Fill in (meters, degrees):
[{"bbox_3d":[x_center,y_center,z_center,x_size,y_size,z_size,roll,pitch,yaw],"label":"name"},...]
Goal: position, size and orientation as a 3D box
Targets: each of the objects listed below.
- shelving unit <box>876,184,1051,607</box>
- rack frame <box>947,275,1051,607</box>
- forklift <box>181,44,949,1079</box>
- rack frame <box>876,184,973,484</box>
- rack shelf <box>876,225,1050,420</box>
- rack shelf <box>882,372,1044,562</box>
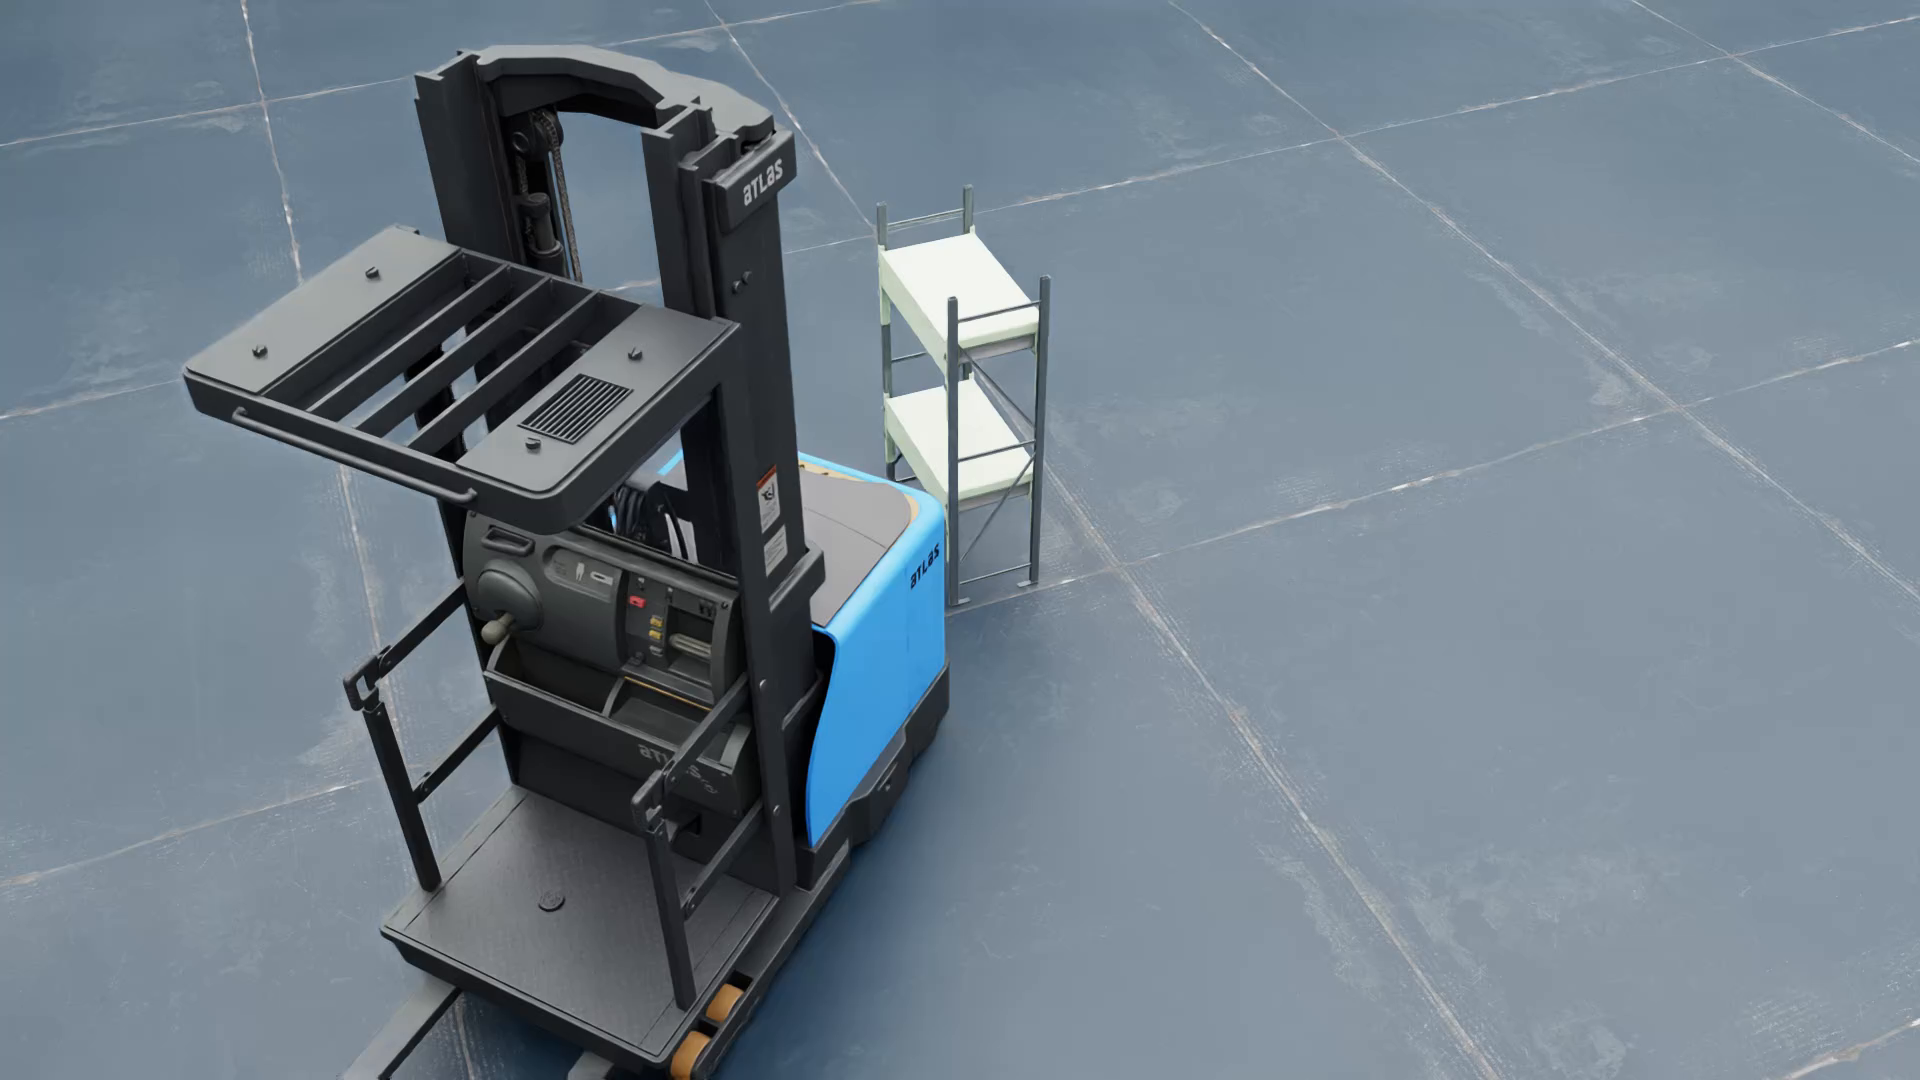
[{"bbox_3d":[0.003,-0.565,6.756,0.431,1.500,0.755,-15,43,-17],"label":"shelving unit"},{"bbox_3d":[0.143,-0.344,6.500,0.400,1.500,0.023,-15,43,-17],"label":"rack frame"},{"bbox_3d":[-1.154,0.271,4.687,1.130,2.935,3.031,18,44,20],"label":"forklift"},{"bbox_3d":[-0.137,-0.785,7.013,0.400,1.500,0.023,-15,43,-17],"label":"rack frame"},{"bbox_3d":[0.003,-0.861,6.502,0.431,0.370,0.720,-15,43,-17],"label":"rack shelf"},{"bbox_3d":[0.003,-0.317,6.969,0.431,0.370,0.720,-15,43,-17],"label":"rack shelf"}]
